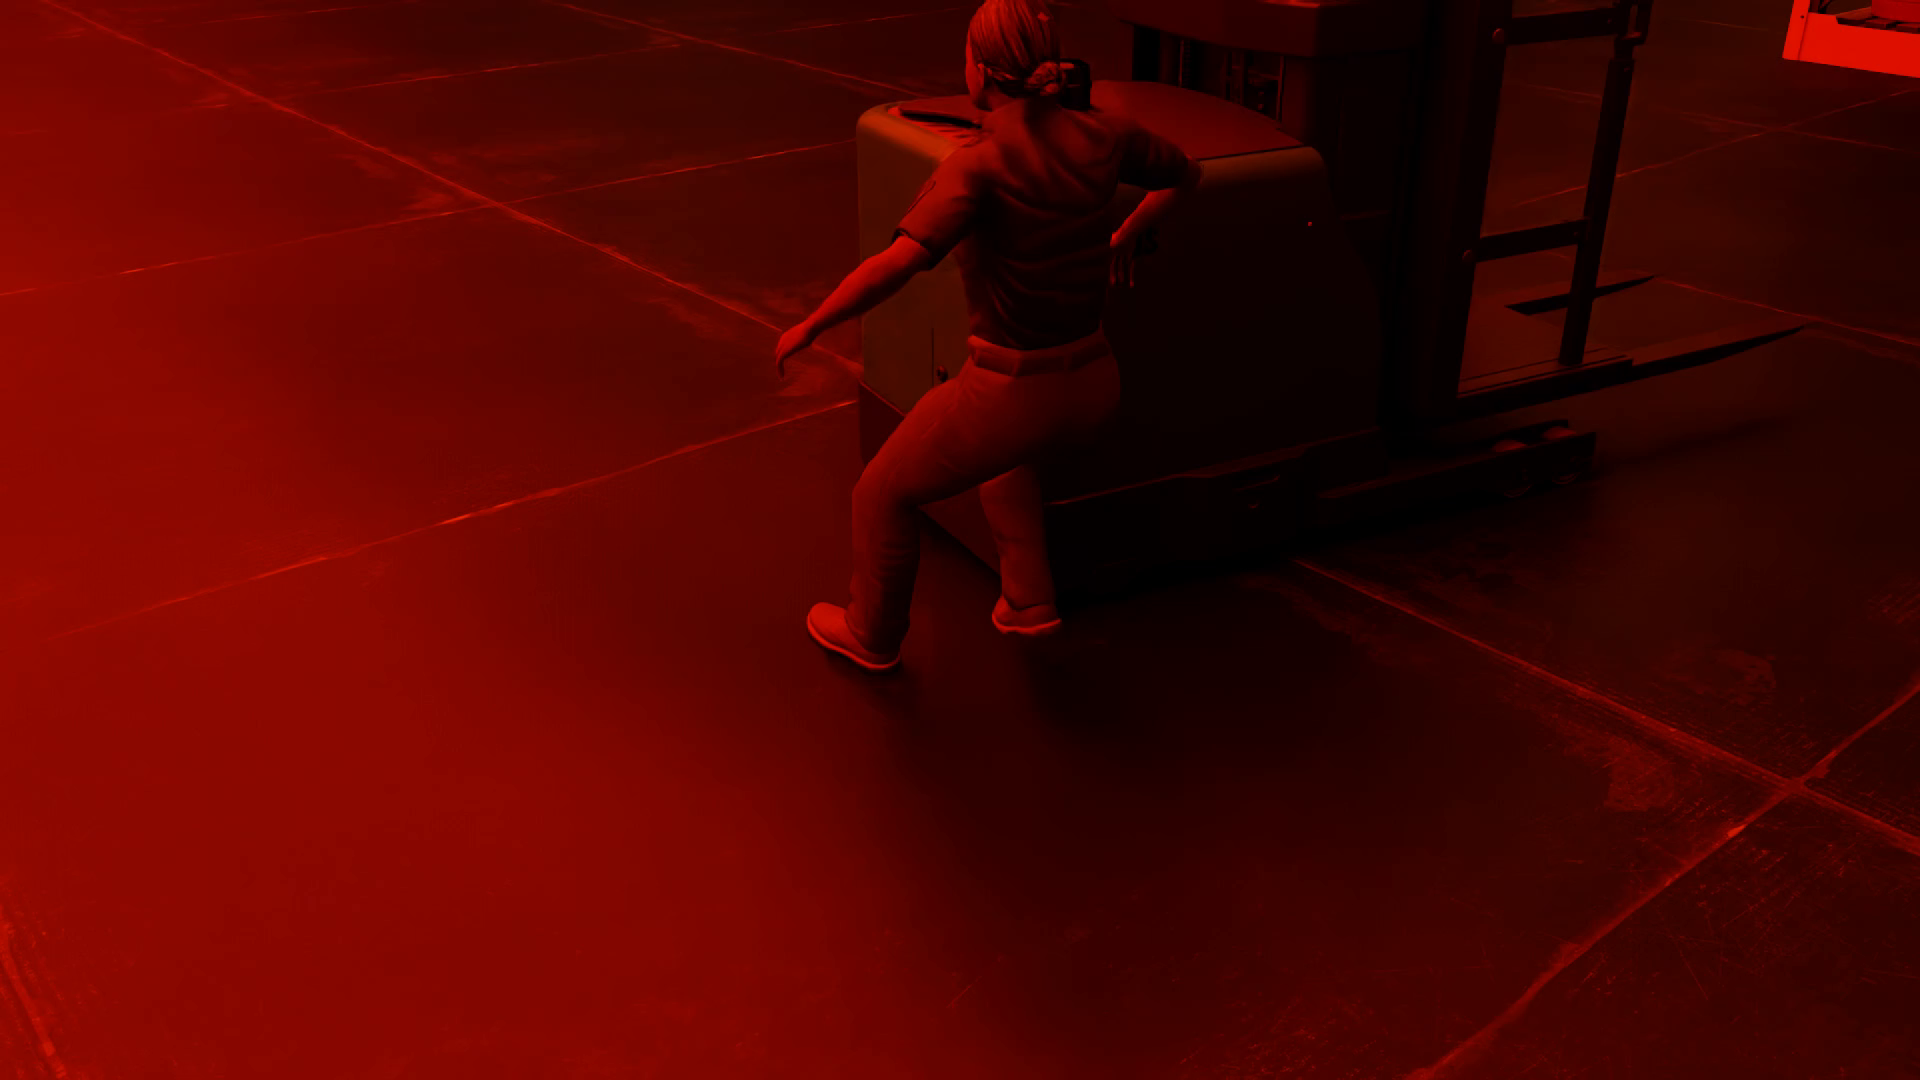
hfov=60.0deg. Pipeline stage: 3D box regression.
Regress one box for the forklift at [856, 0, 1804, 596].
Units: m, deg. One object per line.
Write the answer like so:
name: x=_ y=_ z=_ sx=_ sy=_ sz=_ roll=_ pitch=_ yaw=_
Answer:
forklift: x=1.256 y=-1.626 z=4.481 sx=3.031 sy=2.935 sz=1.130 roll=-13 pitch=29 yaw=-25

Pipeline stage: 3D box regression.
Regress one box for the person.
person: x=-0.004 y=-0.396 z=3.563 sx=0.946 sy=1.534 sz=0.693 roll=-16 pitch=31 yaw=-30
